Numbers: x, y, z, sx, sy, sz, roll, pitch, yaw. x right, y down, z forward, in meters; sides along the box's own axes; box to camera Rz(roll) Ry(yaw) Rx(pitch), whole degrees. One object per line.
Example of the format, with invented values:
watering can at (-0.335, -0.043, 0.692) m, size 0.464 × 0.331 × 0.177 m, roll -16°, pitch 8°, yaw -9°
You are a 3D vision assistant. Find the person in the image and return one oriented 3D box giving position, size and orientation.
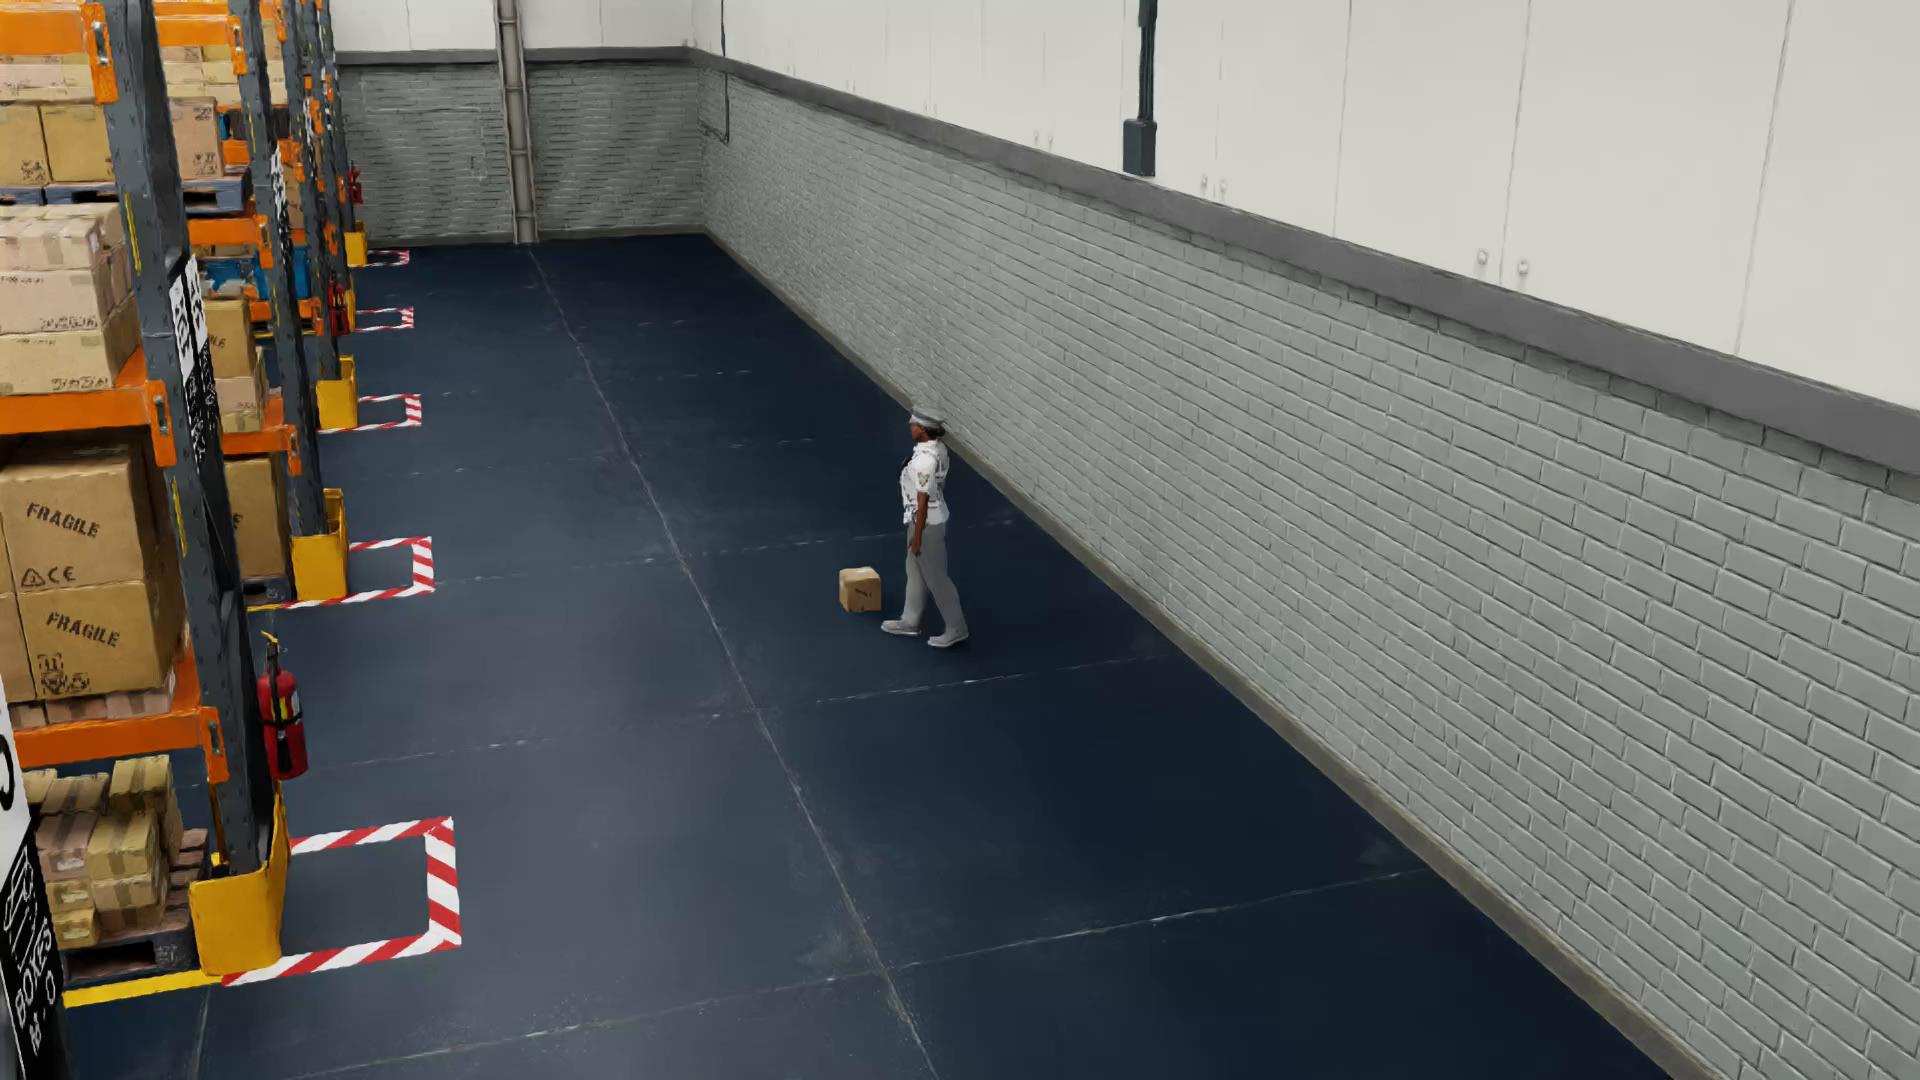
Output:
person at (-0.252, -0.106, 11.313) m, size 0.633 × 1.672 × 0.441 m, roll 2°, pitch 19°, yaw 6°
